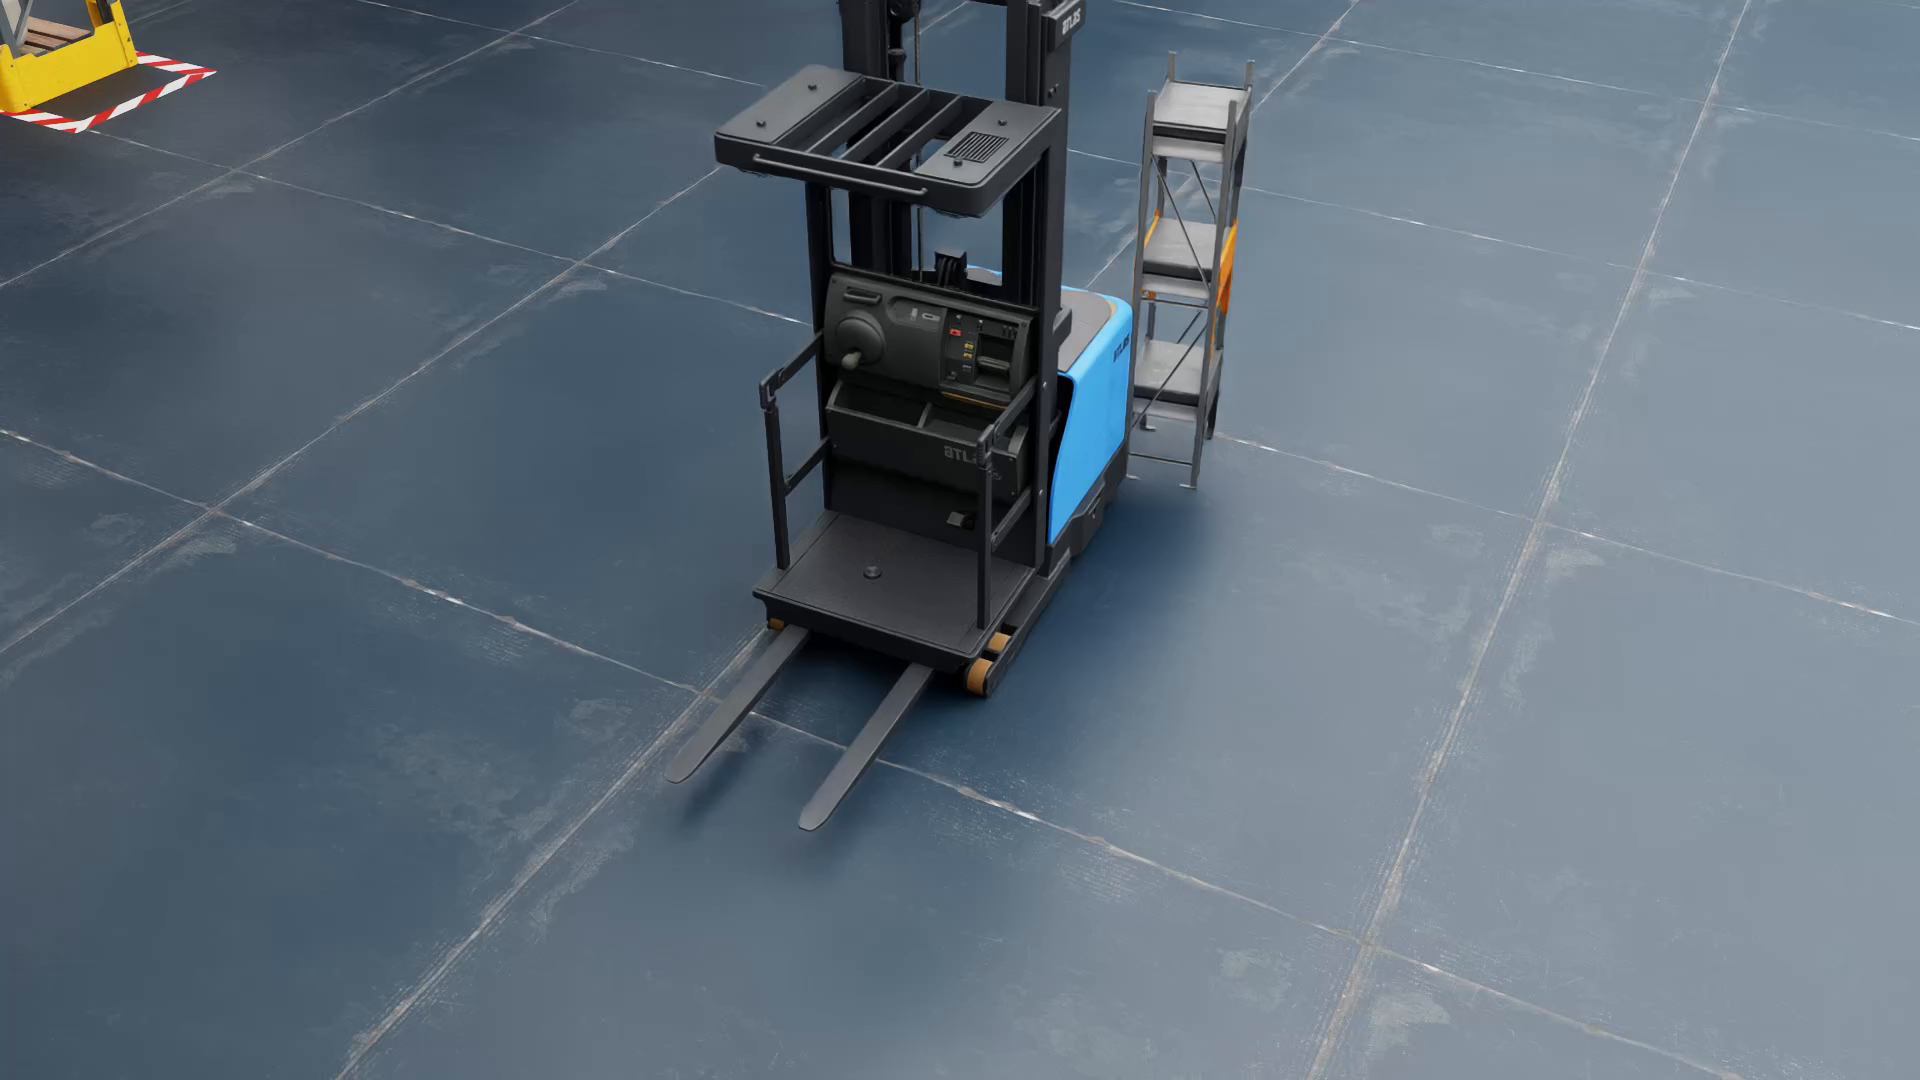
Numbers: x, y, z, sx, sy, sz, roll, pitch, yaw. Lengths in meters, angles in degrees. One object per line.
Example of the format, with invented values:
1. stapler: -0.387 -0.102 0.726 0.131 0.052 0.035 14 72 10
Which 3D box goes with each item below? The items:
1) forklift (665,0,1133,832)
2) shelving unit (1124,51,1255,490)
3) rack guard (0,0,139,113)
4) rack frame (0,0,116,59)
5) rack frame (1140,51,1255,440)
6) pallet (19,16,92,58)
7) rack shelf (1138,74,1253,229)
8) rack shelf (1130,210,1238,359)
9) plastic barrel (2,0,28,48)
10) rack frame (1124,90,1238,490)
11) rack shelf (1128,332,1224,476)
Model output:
1. forklift: -0.235 -0.782 6.856 1.130 2.935 3.031 16 40 20
2. shelving unit: 1.101 -1.275 8.193 0.431 2.100 0.503 10 38 13
3. rack guard: -6.950 -3.747 12.773 0.348 0.500 1.175 17 41 21
4. rack frame: -6.860 -4.747 12.023 0.127 3.000 1.000 17 41 21
5. rack frame: 1.172 -1.417 8.380 0.400 2.100 0.015 10 38 13
6. pallet: -7.668 -3.861 13.162 1.213 0.211 1.003 17 41 21
7. rack shelf: 1.101 -1.822 7.778 0.431 0.518 0.480 10 38 13
8. rack shelf: 1.101 -1.264 8.202 0.431 0.518 0.480 10 38 13
9. plastic barrel: -7.480 -4.065 12.835 0.421 0.512 0.421 0 37 0
10. rack frame: 1.031 -1.134 8.007 0.400 2.100 0.015 10 38 13
11. rack shelf: 1.101 -0.707 8.625 0.431 0.518 0.480 10 38 13
